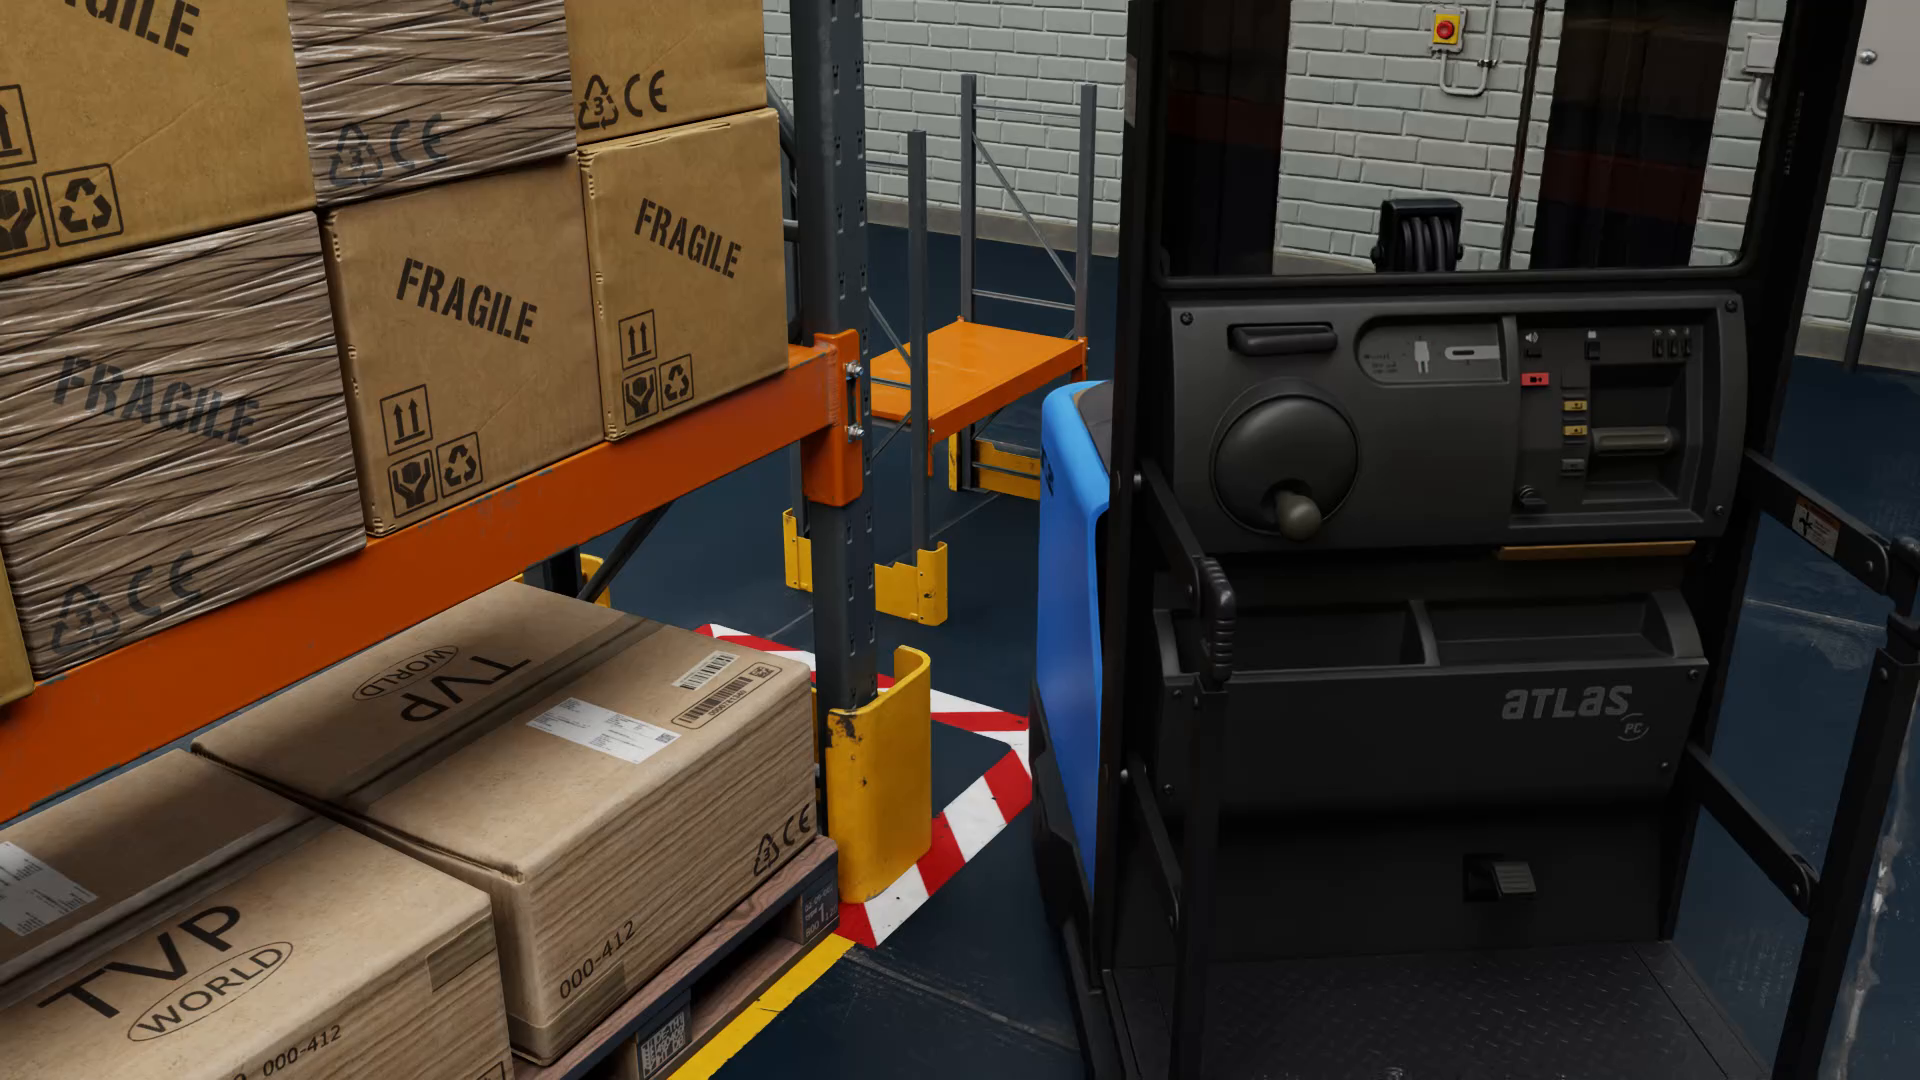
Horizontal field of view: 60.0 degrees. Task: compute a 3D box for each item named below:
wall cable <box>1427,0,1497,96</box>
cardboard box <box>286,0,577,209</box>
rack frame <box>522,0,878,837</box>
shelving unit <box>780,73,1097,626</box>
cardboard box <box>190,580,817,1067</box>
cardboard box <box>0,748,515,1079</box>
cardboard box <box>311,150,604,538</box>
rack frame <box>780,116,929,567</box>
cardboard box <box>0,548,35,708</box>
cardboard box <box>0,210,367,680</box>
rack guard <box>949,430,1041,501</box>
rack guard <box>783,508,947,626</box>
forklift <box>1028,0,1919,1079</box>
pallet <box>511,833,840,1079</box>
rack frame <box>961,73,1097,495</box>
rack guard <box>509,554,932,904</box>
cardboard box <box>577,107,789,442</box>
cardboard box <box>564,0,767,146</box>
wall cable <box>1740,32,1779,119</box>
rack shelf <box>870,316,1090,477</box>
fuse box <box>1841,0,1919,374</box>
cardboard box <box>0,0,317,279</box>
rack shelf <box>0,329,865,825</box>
[{"bbox_3d":[2.311,-3.092,7.798,0.585,1.953,0.123,14,27,29],"label":"wall cable"},{"bbox_3d":[-0.946,-0.813,2.467,0.500,0.500,0.500,14,27,29],"label":"cardboard box"},{"bbox_3d":[-0.644,-0.703,3.599,1.000,3.000,0.127,14,27,29],"label":"rack frame"},{"bbox_3d":[-0.040,-0.663,5.393,0.587,1.500,1.083,14,27,29],"label":"shelving unit"},{"bbox_3d":[-0.907,0.524,3.461,0.875,0.438,0.875,13,27,27],"label":"cardboard box"},{"bbox_3d":[-1.383,0.834,2.744,0.875,0.438,0.875,15,27,30],"label":"cardboard box"},{"bbox_3d":[-0.951,-0.365,2.691,0.500,0.500,0.500,13,27,28],"label":"cardboard box"},{"bbox_3d":[-0.313,-0.488,4.989,0.500,1.500,0.032,14,27,29],"label":"rack frame"},{"bbox_3d":[-1.475,-0.012,1.876,0.500,0.500,0.500,15,27,30],"label":"cardboard box"},{"bbox_3d":[-1.214,-0.189,2.285,0.500,0.500,0.500,15,27,30],"label":"cardboard box"},{"bbox_3d":[0.222,-0.257,6.029,0.587,0.250,0.087,14,27,29],"label":"rack guard"},{"bbox_3d":[-0.303,0.079,5.253,0.587,0.250,0.087,14,27,29],"label":"rack guard"},{"bbox_3d":[0.813,-0.169,2.450,1.130,2.935,3.031,-2,23,-4],"label":"forklift"},{"bbox_3d":[-0.999,0.863,3.491,1.003,0.211,1.213,14,27,29],"label":"pallet"},{"bbox_3d":[0.223,-0.831,5.782,0.500,1.500,0.032,14,27,29],"label":"rack frame"},{"bbox_3d":[-0.631,0.436,4.114,1.175,0.500,0.348,14,27,29],"label":"rack guard"},{"bbox_3d":[-0.673,-0.531,3.075,0.500,0.500,0.500,14,27,29],"label":"cardboard box"},{"bbox_3d":[-0.696,-0.995,2.889,0.500,0.500,0.500,15,28,31],"label":"cardboard box"},{"bbox_3d":[3.522,-2.784,7.127,0.588,1.984,0.122,14,27,29],"label":"wall cable"},{"bbox_3d":[-0.045,-0.494,5.457,0.538,0.185,1.000,14,27,29],"label":"rack shelf"},{"bbox_3d":[4.019,-1.531,7.132,0.539,1.711,0.414,14,27,29],"label":"fuse box"},{"bbox_3d":[-1.210,-0.647,2.083,0.500,0.500,0.500,14,27,29],"label":"cardboard box"},{"bbox_3d":[-1.699,0.302,2.182,1.077,0.370,4.000,14,27,29],"label":"rack shelf"}]
